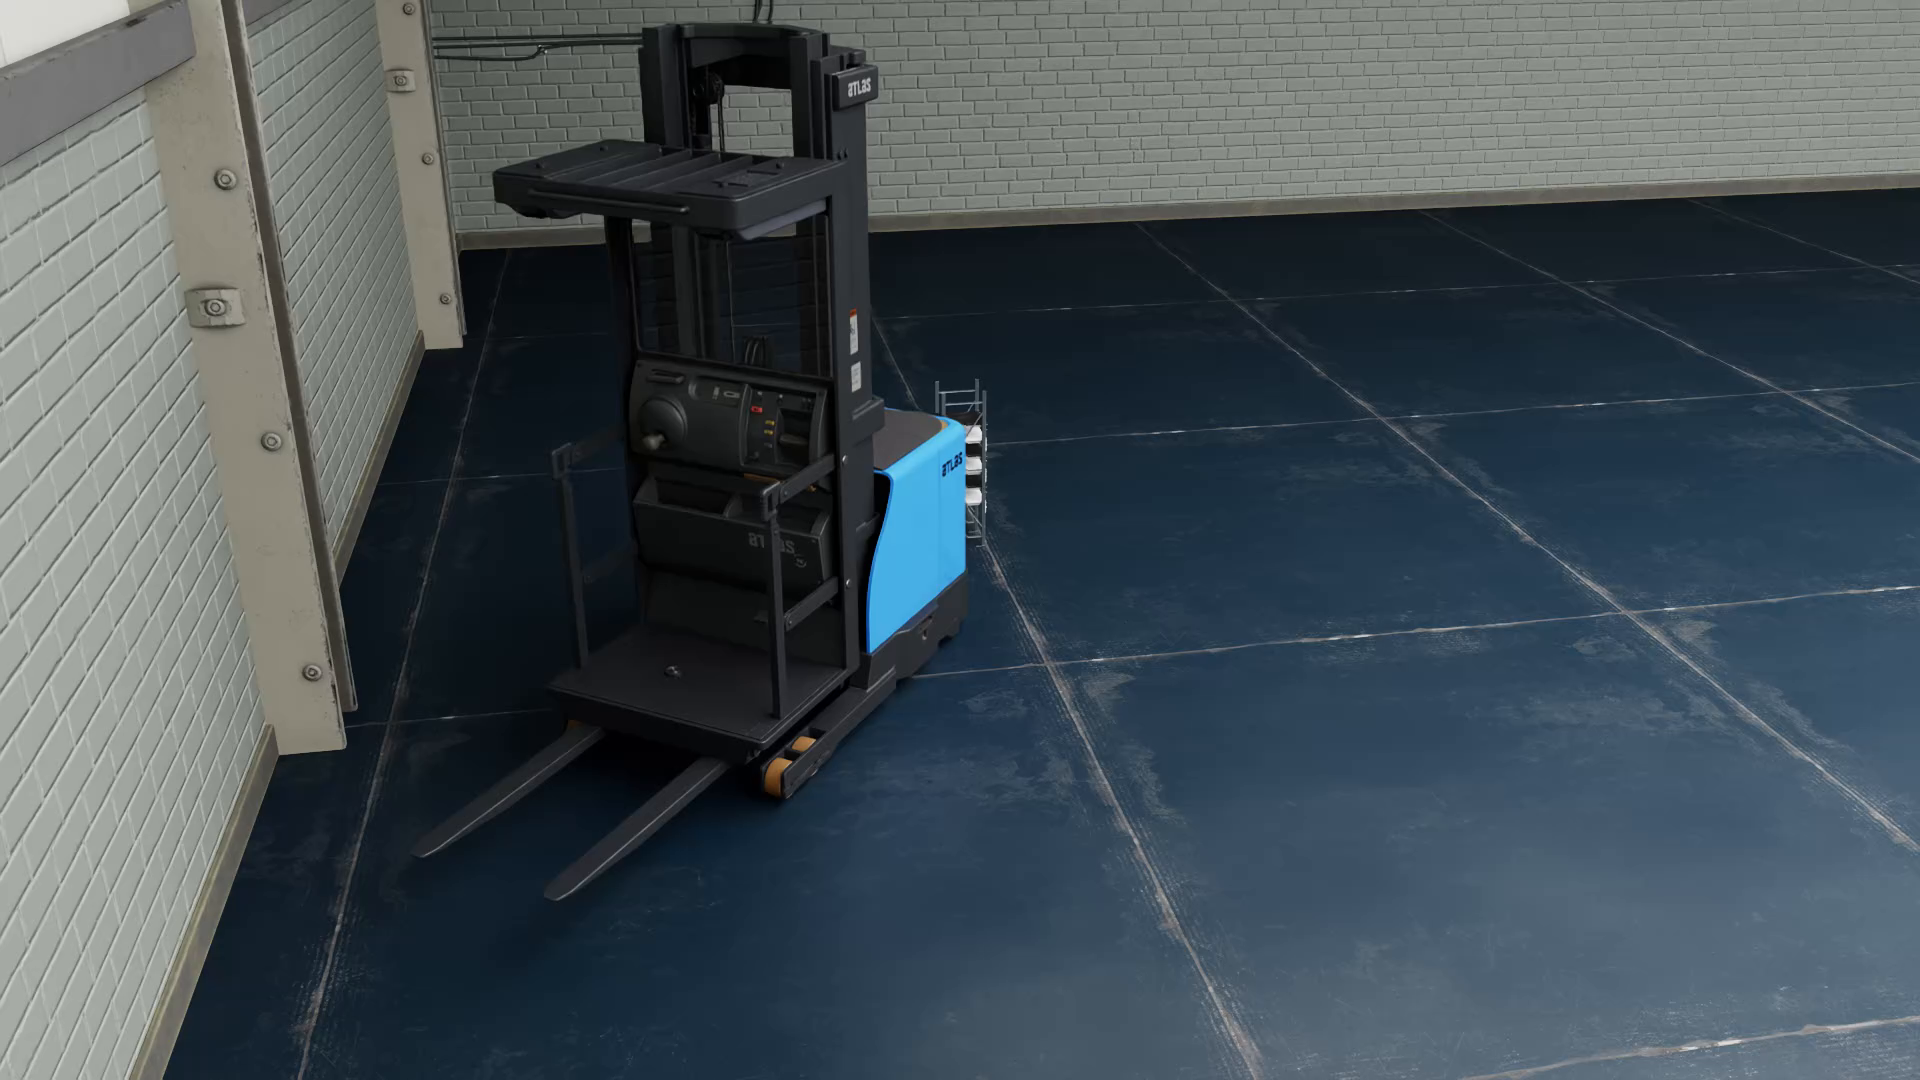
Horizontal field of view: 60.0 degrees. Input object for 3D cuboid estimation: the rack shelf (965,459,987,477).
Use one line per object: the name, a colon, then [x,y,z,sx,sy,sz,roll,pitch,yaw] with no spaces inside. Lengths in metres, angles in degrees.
rack shelf: [0.002,-0.379,9.076,0.258,0.077,0.200,-4,24,-10]

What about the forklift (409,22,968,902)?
forklift: [-1.055,-0.482,6.691,1.130,2.935,3.031,11,26,23]

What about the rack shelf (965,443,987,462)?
rack shelf: [0.002,-0.461,9.040,0.258,0.077,0.200,-4,24,-10]

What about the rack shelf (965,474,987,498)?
rack shelf: [0.002,-0.296,9.112,0.258,0.077,0.200,-4,24,-10]

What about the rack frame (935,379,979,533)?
rack frame: [-0.017,-0.449,9.154,0.240,0.900,0.006,-4,24,-10]

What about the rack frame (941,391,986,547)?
rack frame: [0.020,-0.369,8.971,0.240,0.900,0.006,-4,24,-10]

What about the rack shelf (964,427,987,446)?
rack shelf: [0.002,-0.544,9.004,0.258,0.077,0.200,-4,24,-10]

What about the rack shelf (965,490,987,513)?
rack shelf: [0.002,-0.214,9.148,0.258,0.077,0.200,-4,24,-10]

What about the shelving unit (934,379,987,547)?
shelving unit: [0.002,-0.409,9.063,0.258,0.900,0.210,-4,24,-10]

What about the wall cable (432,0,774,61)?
wall cable: [-3.199,-5.481,14.437,3.097,2.526,0.112,-4,24,-10]

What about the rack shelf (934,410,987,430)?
rack shelf: [0.002,-0.626,8.968,0.258,0.077,0.200,-4,24,-10]

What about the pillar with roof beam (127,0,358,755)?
pillar with roof beam: [1.386,-3.606,6.264,9.100,9.000,0.400,-4,24,-10]

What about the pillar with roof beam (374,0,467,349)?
pillar with roof beam: [0.277,-5.966,11.668,9.100,9.000,0.400,-4,24,-10]
